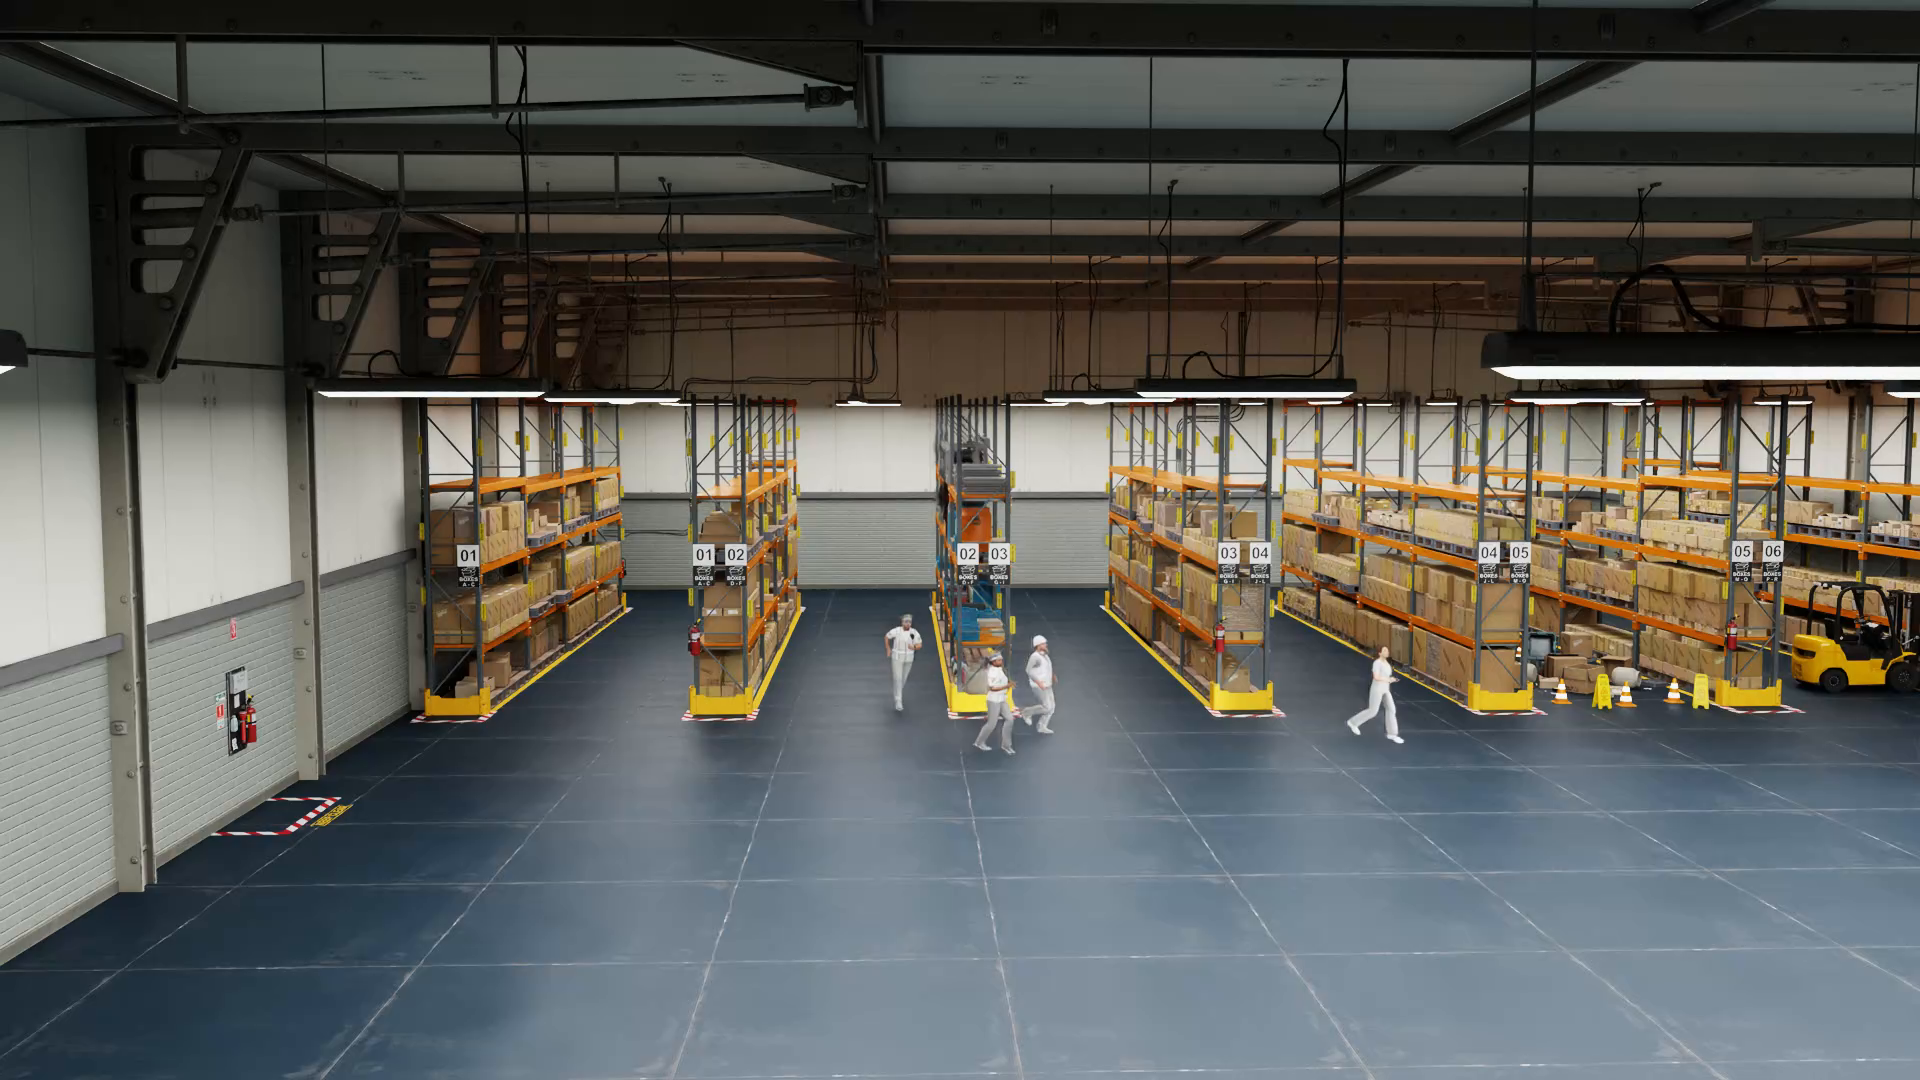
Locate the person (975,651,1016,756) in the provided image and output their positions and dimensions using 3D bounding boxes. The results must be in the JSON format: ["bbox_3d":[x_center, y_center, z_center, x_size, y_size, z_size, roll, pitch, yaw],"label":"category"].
[{"bbox_3d":[0.600,2.706,27.555,0.728,1.754,0.560,2,5,25],"label":"person"}]

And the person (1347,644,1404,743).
[{"bbox_3d":[7.211,2.631,28.733,0.966,1.675,0.576,4,6,38],"label":"person"}]

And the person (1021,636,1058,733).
[{"bbox_3d":[1.407,2.554,29.410,0.589,1.731,0.670,2,5,28],"label":"person"}]

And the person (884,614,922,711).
[{"bbox_3d":[-1.069,2.308,31.998,0.664,1.784,0.954,-1,5,-18],"label":"person"}]
